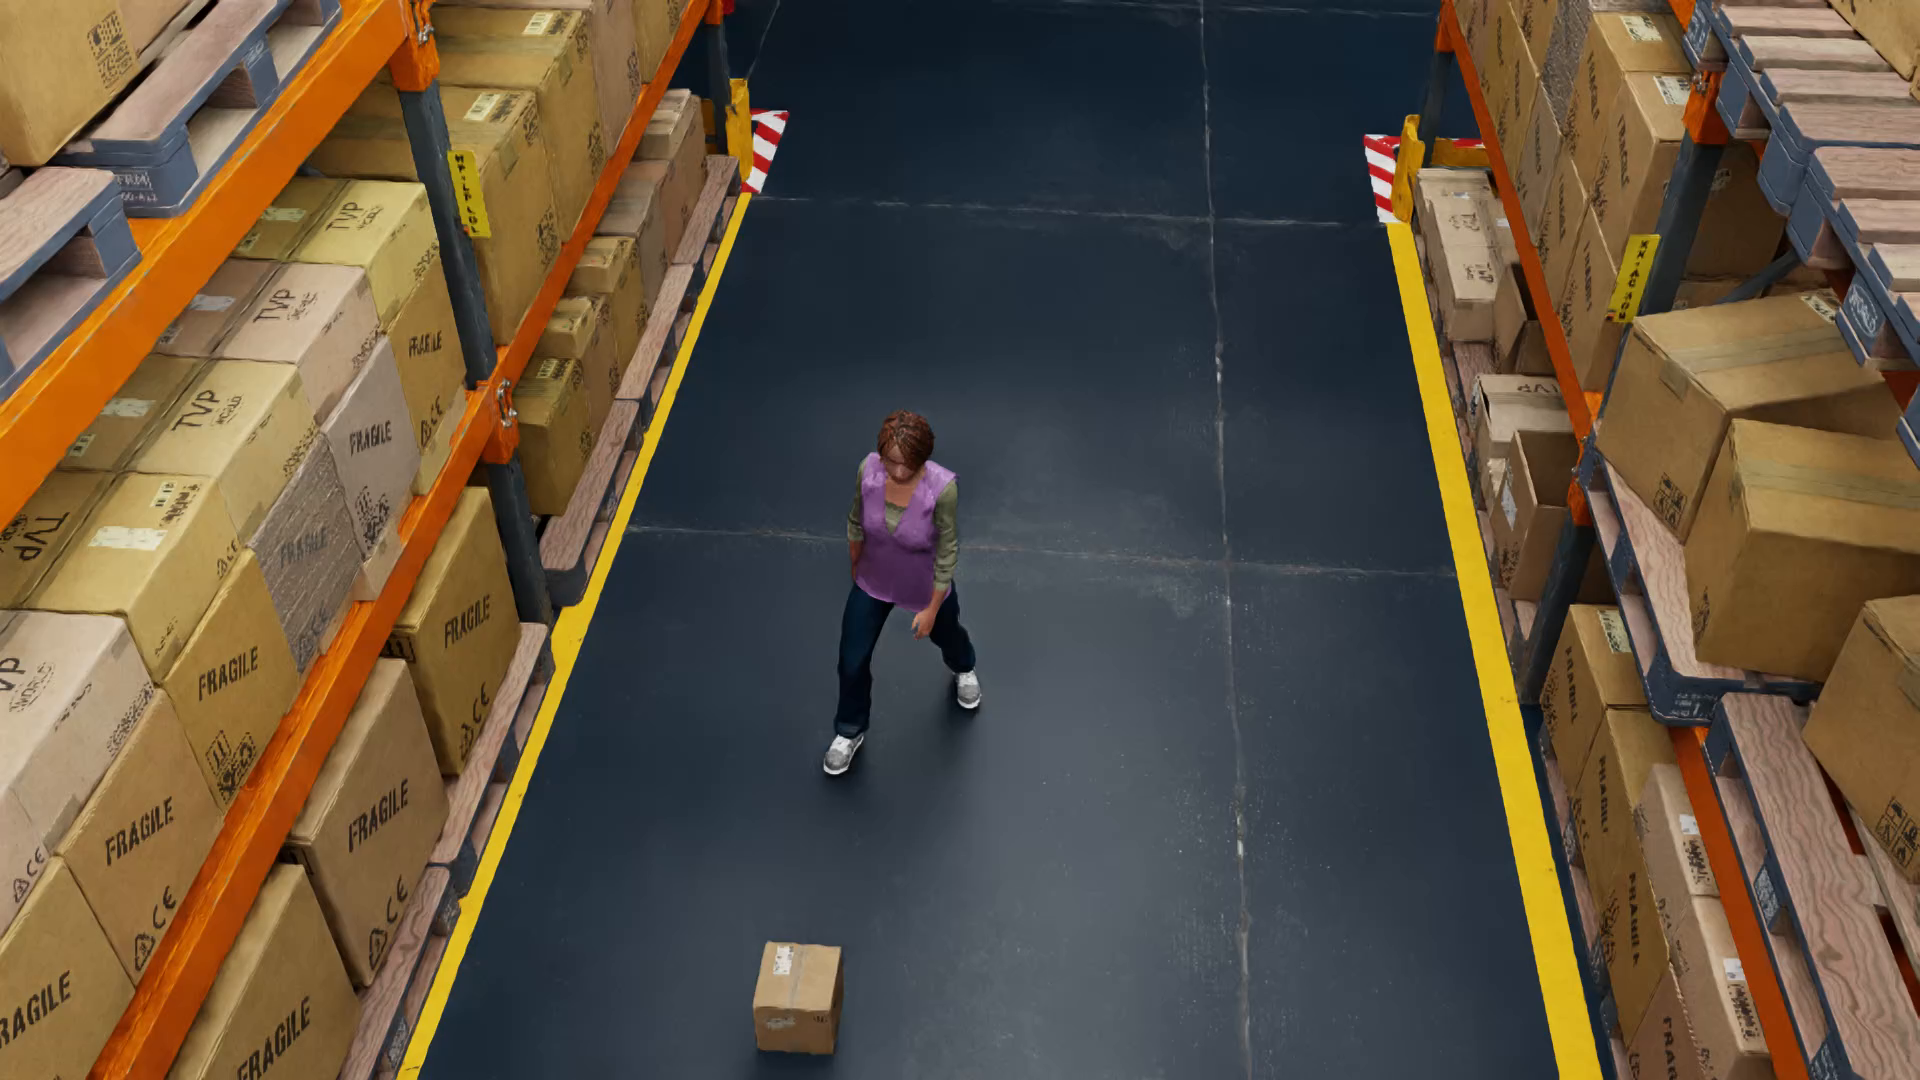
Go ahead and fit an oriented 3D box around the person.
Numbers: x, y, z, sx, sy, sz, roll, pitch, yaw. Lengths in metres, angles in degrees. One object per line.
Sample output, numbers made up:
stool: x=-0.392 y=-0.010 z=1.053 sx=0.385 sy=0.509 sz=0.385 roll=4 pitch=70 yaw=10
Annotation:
person: x=-0.203 y=0.127 z=6.029 sx=0.500 sy=1.545 sz=0.733 roll=10 pitch=42 yaw=11
